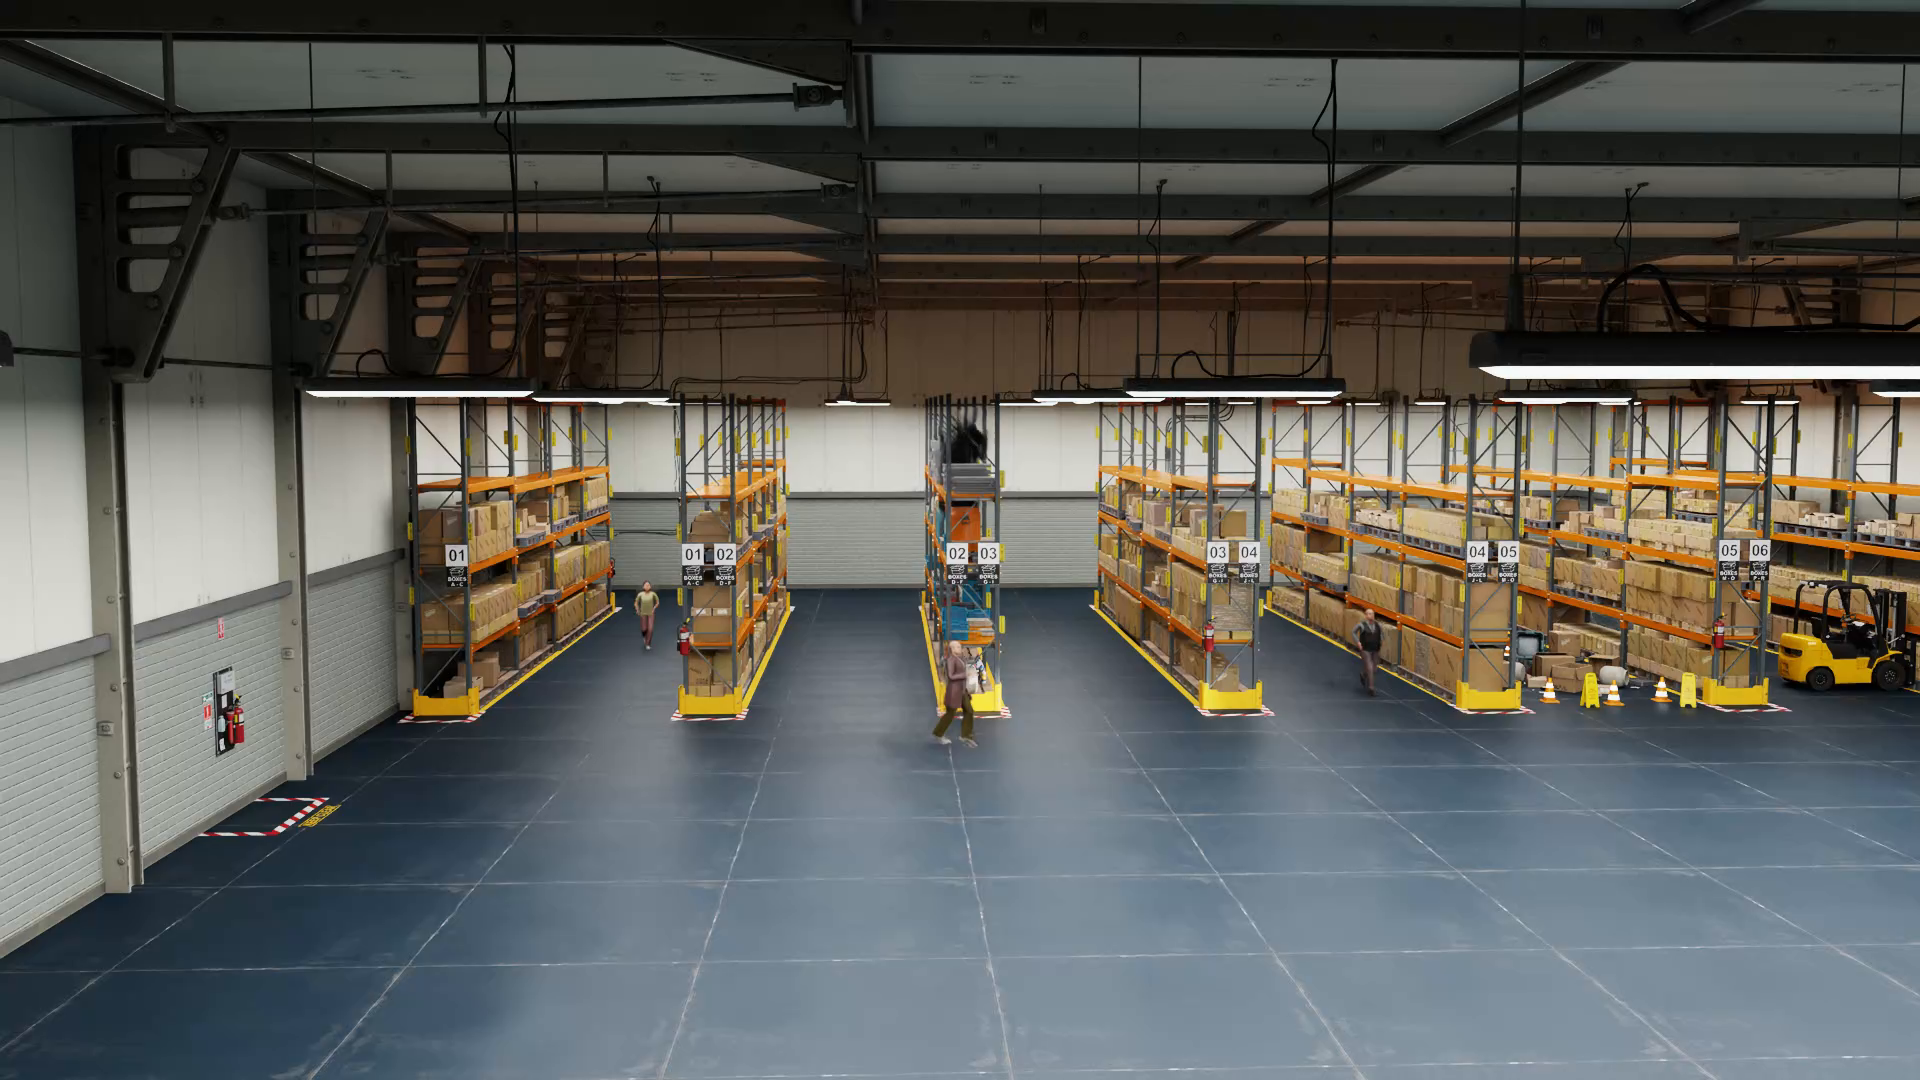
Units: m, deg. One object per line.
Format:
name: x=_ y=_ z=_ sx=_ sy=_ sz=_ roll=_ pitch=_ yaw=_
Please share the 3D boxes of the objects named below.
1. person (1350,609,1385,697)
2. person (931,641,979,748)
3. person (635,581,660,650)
person: x=8.206 y=2.243 z=33.403 sx=0.662 sy=1.721 sz=0.880 roll=-1 pitch=5 yaw=-14
person: x=-0.093 y=2.612 z=28.065 sx=0.842 sy=1.841 sz=0.692 roll=2 pitch=5 yaw=22
person: x=-7.457 y=1.787 z=39.674 sx=0.582 sy=1.629 sz=0.561 roll=-1 pitch=5 yaw=-13
